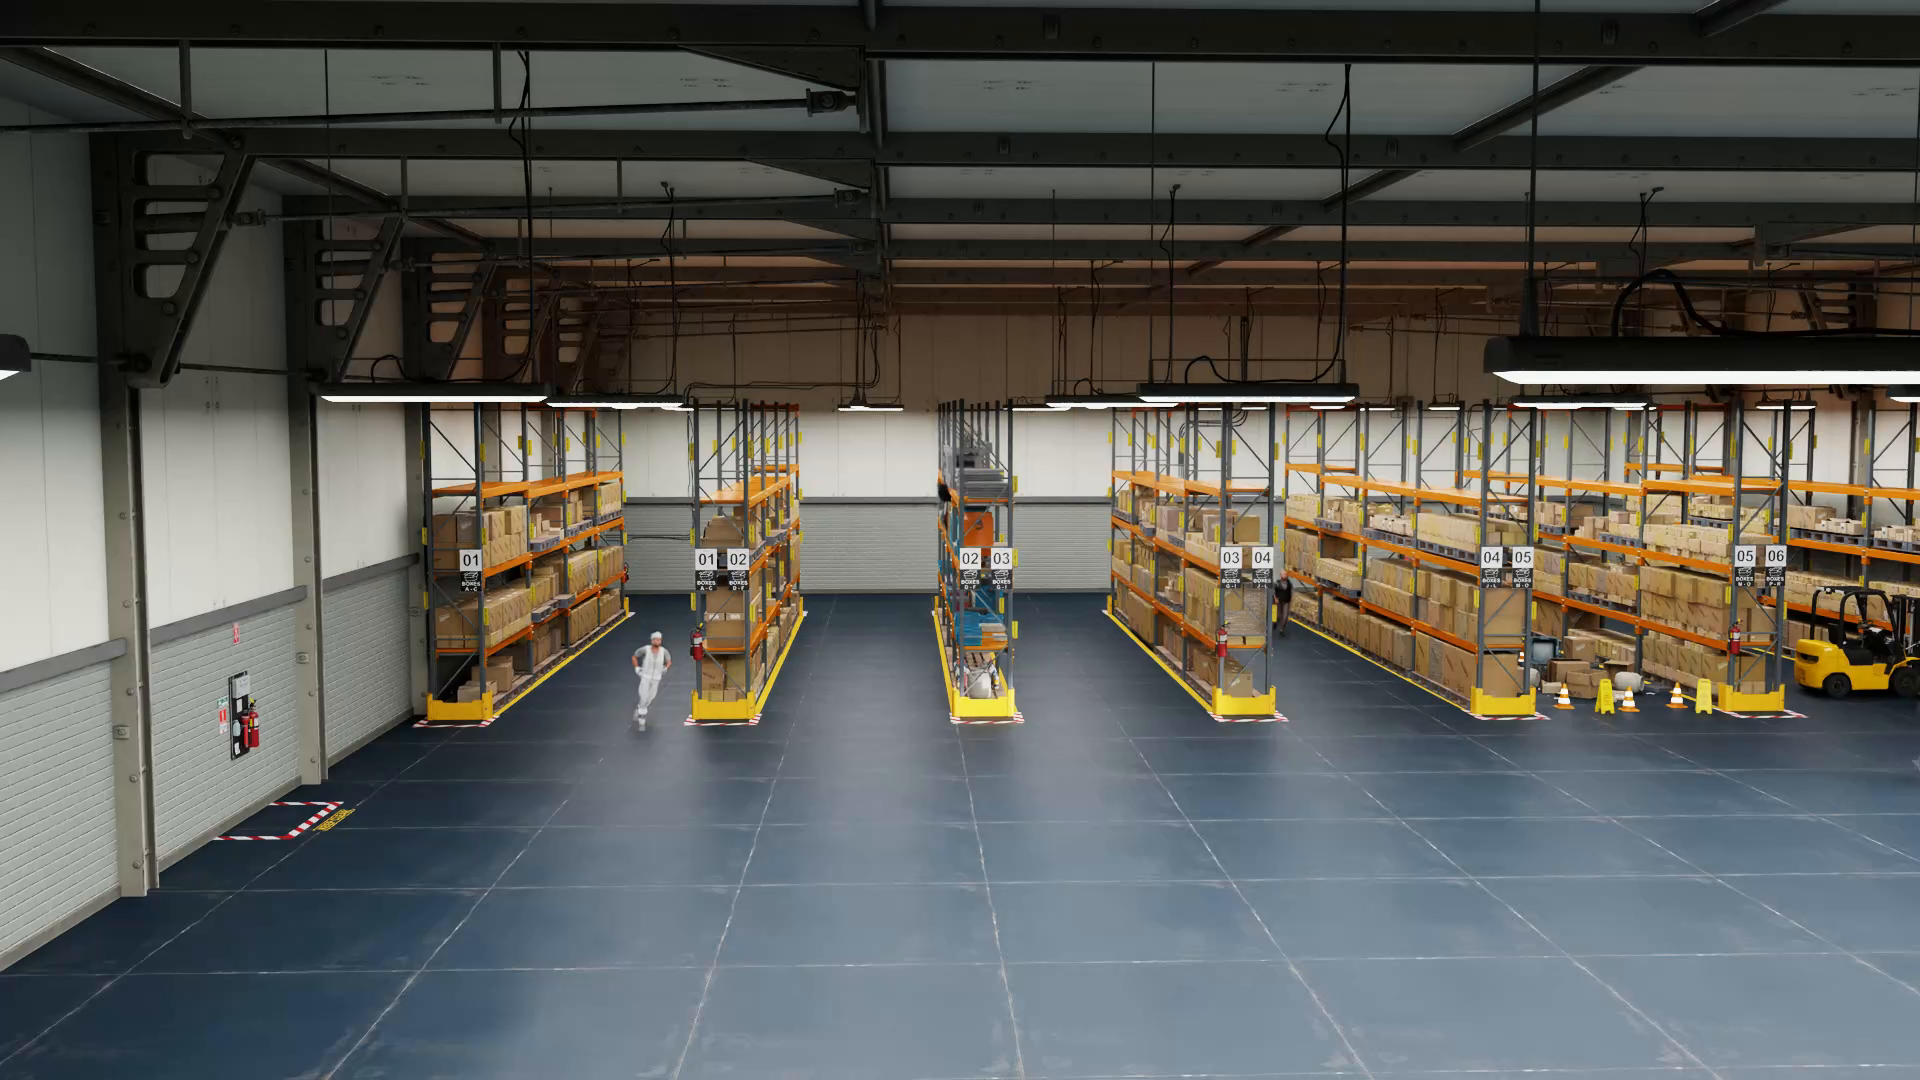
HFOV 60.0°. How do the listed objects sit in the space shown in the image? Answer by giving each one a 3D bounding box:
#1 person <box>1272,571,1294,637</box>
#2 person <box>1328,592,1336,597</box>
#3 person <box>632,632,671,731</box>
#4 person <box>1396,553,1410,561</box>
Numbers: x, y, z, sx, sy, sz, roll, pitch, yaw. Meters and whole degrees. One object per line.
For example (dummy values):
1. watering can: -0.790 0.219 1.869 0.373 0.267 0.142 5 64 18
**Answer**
1. person: 8.328 1.627 43.014 0.683 1.699 0.739 -1 4 -8
2. person: 10.656 1.140 48.709 0.696 1.753 0.903 -3 5 -34
3. person: -5.659 2.568 30.513 0.729 1.788 0.843 -2 5 -29
4. person: 13.016 1.131 49.241 0.773 1.775 0.656 0 4 1
